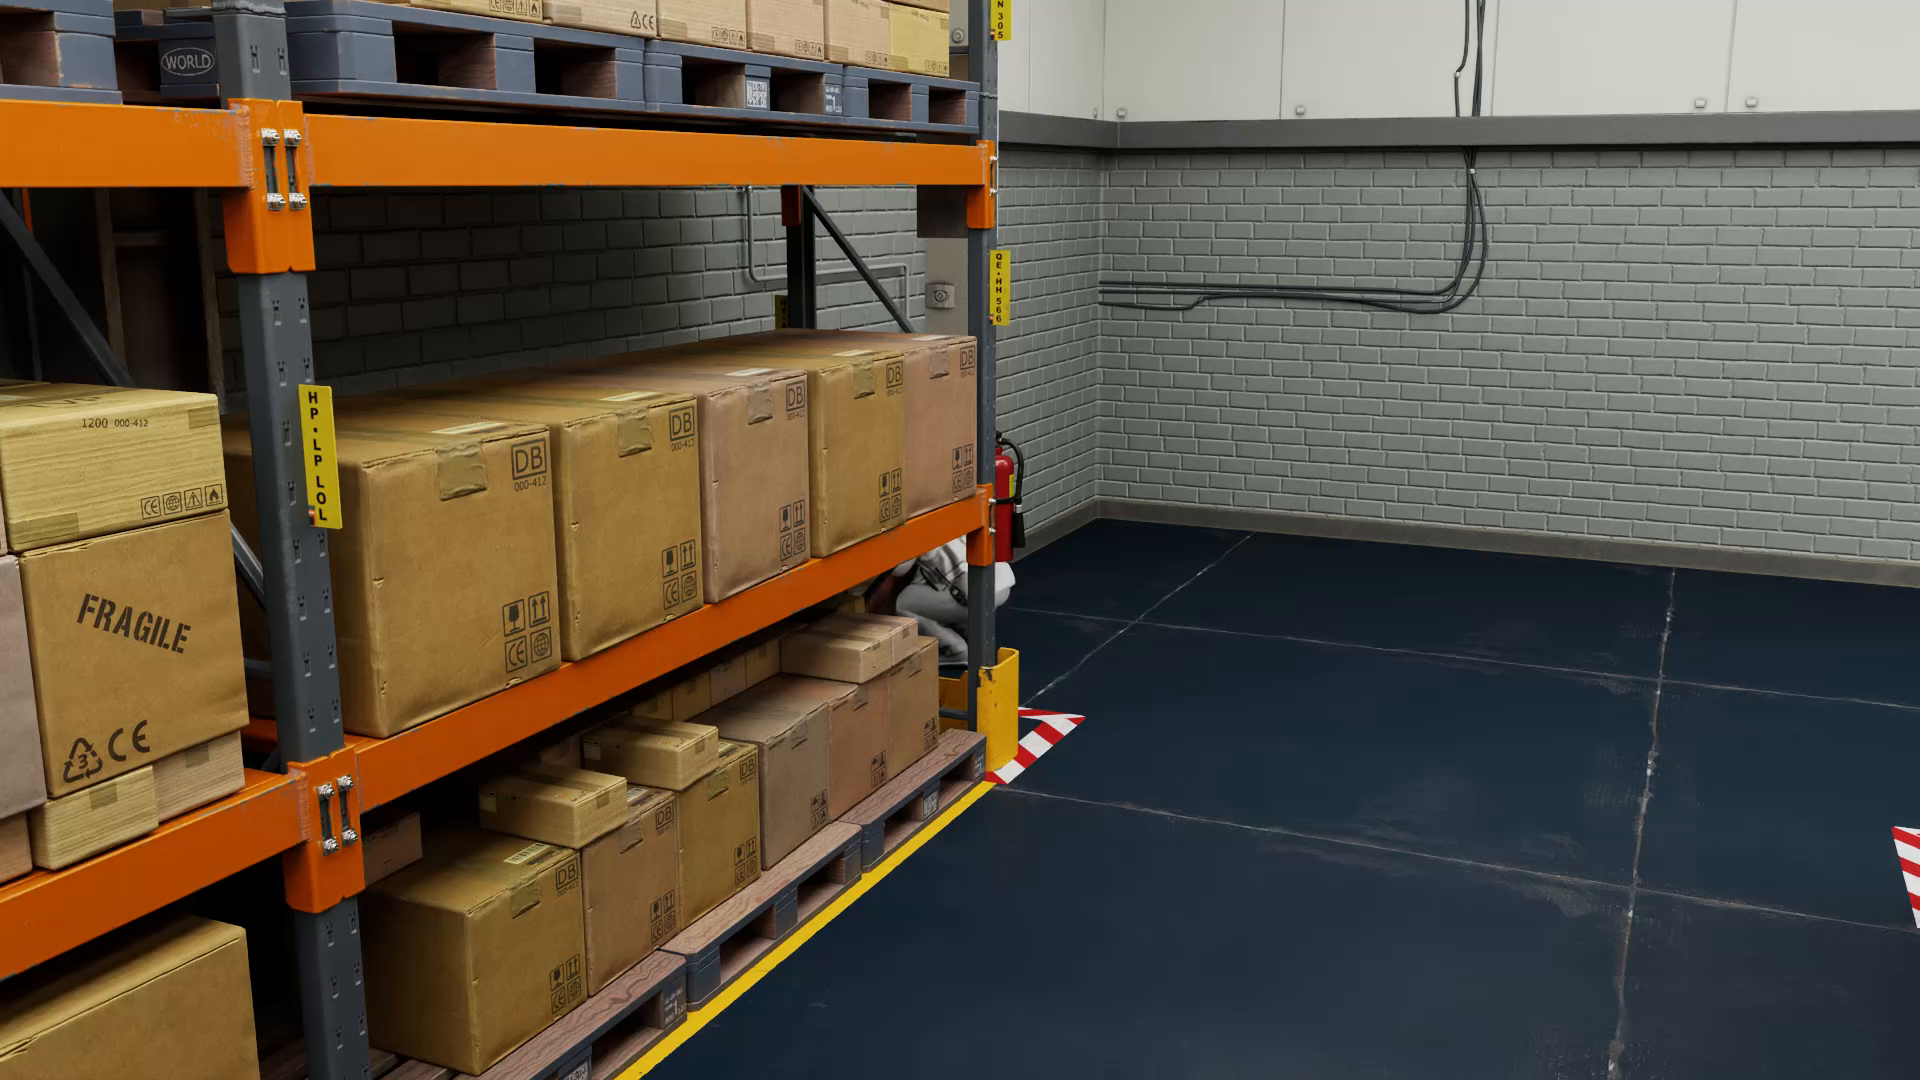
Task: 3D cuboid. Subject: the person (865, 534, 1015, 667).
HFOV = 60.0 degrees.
[{"bbox_3d":[-0.155,0.177,9.404,0.912,1.021,0.545,5,13,23],"label":"person"}]
